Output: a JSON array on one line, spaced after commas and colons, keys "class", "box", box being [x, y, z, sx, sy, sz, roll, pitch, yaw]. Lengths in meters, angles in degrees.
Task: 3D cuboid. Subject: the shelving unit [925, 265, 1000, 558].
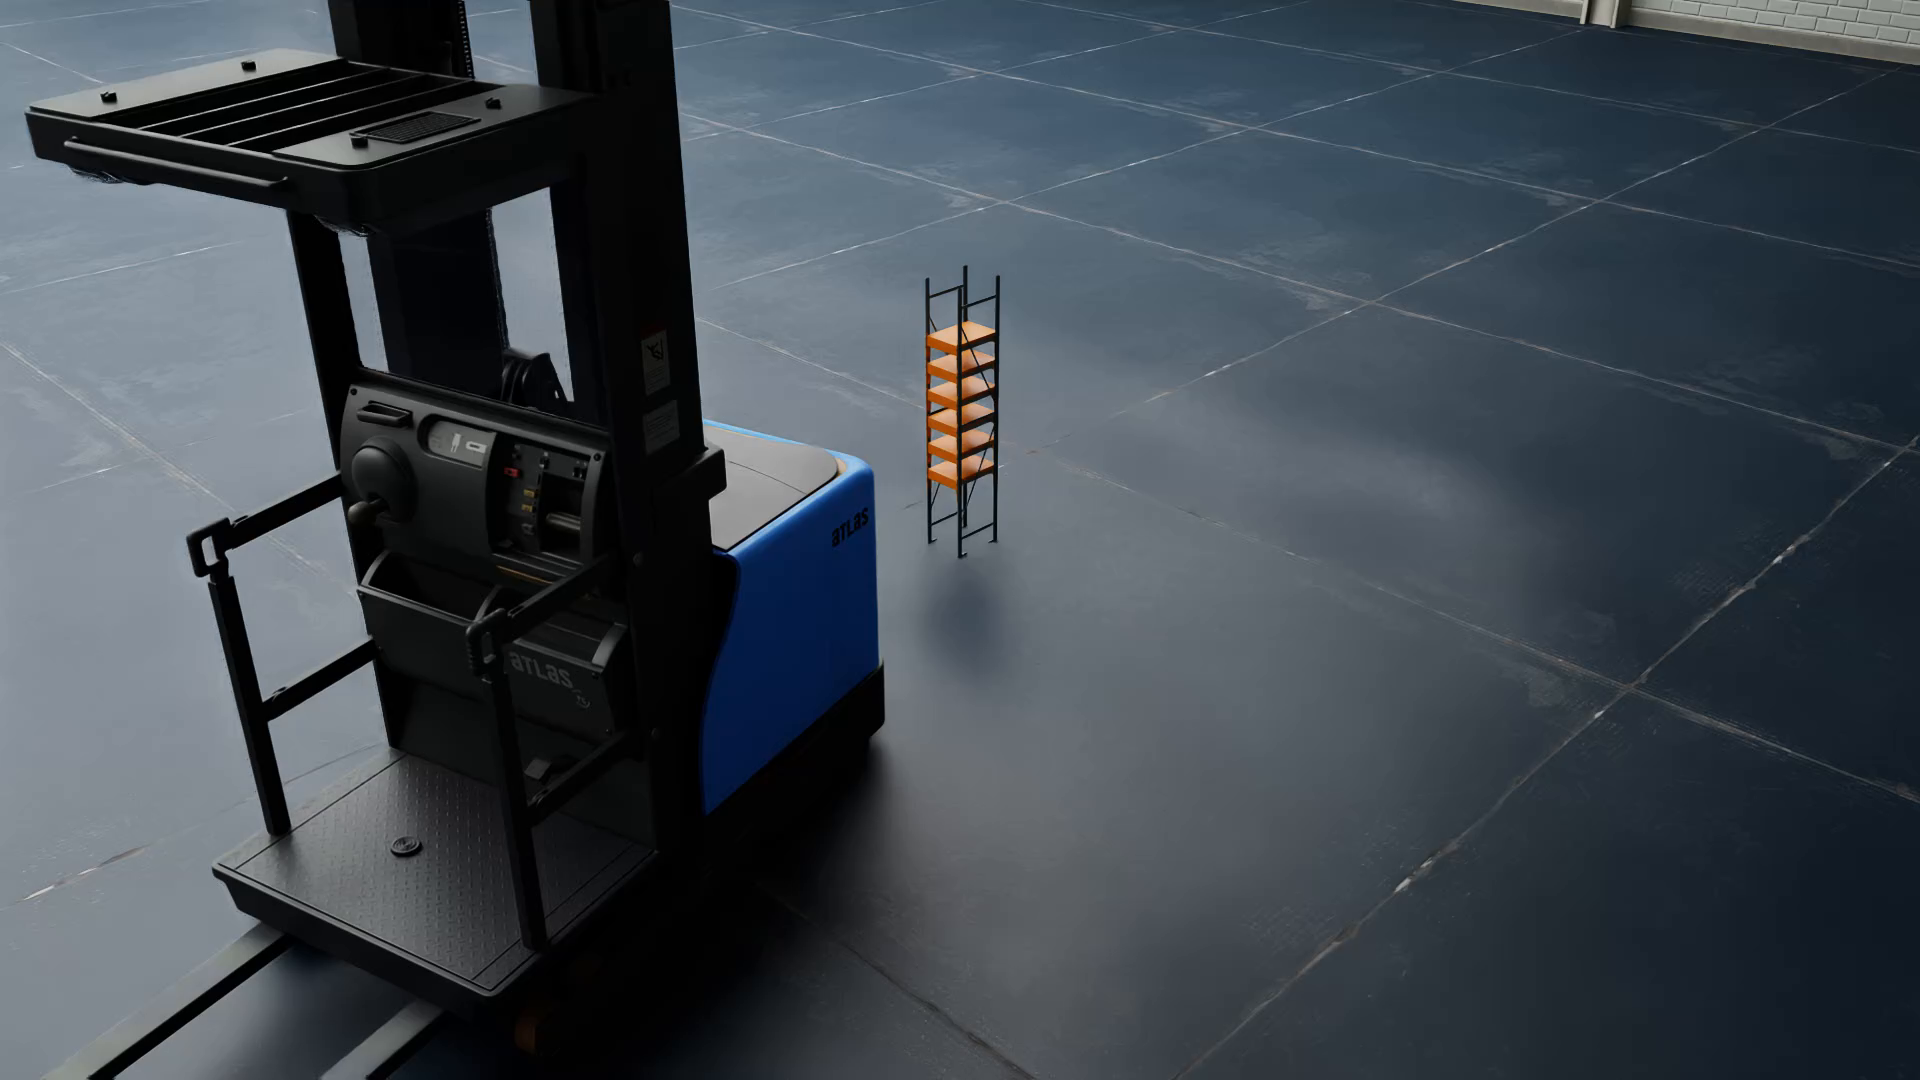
[{"class": "shelving unit", "box": [0.010, -0.526, 6.962, 0.189, 1.200, 0.258, 25, 36, 38]}]

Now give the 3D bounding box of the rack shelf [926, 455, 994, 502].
[{"class": "rack shelf", "box": [0.010, -0.275, 7.094, 0.180, 0.103, 0.258, 25, 36, 38]}]

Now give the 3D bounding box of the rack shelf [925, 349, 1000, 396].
[{"class": "rack shelf", "box": [0.010, -0.699, 6.871, 0.180, 0.103, 0.258, 25, 36, 38]}]

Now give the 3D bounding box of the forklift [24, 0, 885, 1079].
[{"class": "forklift", "box": [-1.431, -0.125, 4.338, 1.130, 2.935, 3.031, 15, 31, 26]}]

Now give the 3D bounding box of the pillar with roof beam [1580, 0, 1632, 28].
[{"class": "pillar with roof beam", "box": [3.834, -8.049, 12.889, 0.400, 9.000, 9.100, 25, 36, 38]}]

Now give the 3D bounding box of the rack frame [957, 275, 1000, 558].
[{"class": "rack frame", "box": [0.076, -0.496, 6.905, 0.006, 1.200, 0.240, 25, 36, 38]}]

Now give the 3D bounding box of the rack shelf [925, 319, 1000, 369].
[{"class": "rack shelf", "box": [0.010, -0.806, 6.815, 0.180, 0.103, 0.258, 25, 36, 38]}]

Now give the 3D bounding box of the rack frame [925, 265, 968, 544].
[{"class": "rack frame", "box": [-0.055, -0.556, 7.019, 0.006, 1.200, 0.240, 25, 36, 38]}]

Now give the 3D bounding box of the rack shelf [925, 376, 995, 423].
[{"class": "rack shelf", "box": [0.010, -0.593, 6.927, 0.180, 0.103, 0.258, 25, 36, 38]}]

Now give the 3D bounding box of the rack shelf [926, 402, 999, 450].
[{"class": "rack shelf", "box": [0.010, -0.487, 6.982, 0.180, 0.103, 0.258, 25, 36, 38]}]

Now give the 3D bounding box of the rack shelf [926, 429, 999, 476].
[{"class": "rack shelf", "box": [0.010, -0.381, 7.038, 0.180, 0.103, 0.258, 25, 36, 38]}]
